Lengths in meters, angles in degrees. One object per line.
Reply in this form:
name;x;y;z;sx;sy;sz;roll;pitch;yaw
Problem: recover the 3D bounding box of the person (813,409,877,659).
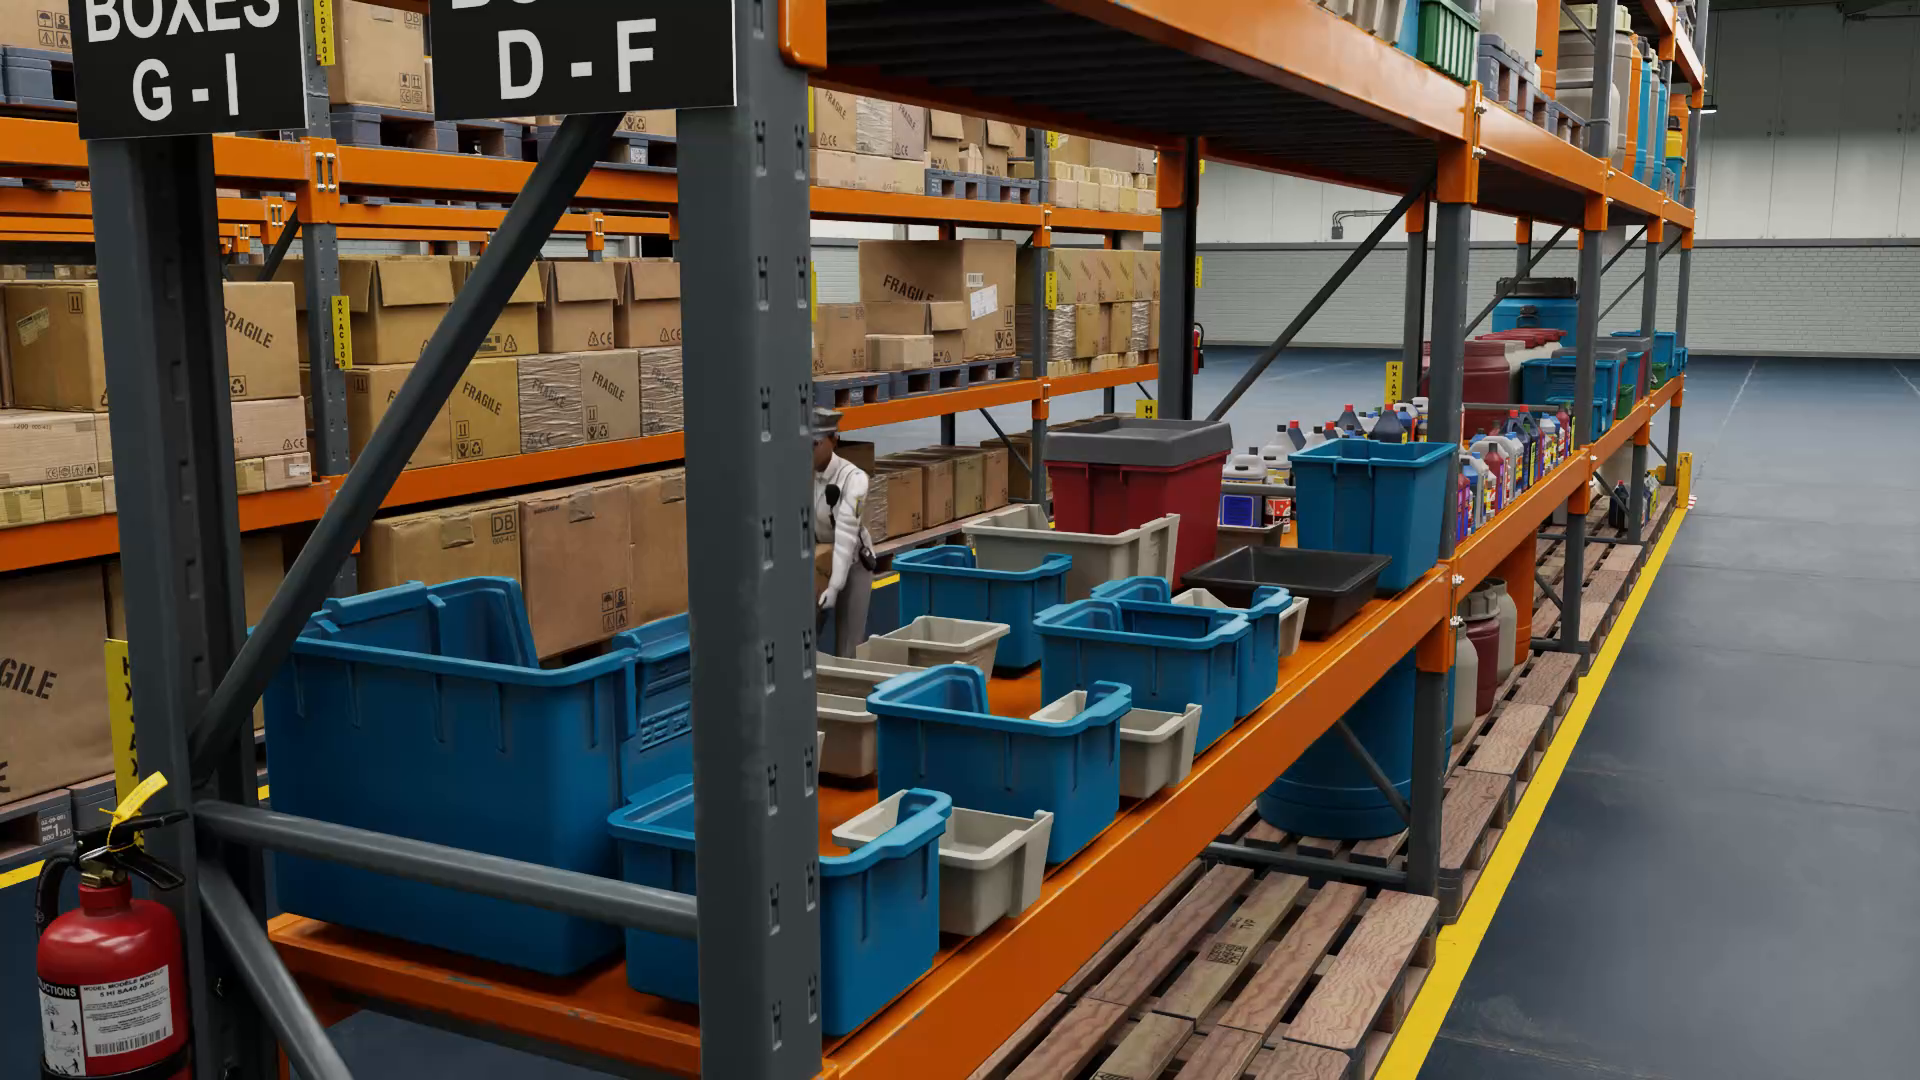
person;-0.624;0.196;7.785;0.413;1.632;0.555;4;10;25
